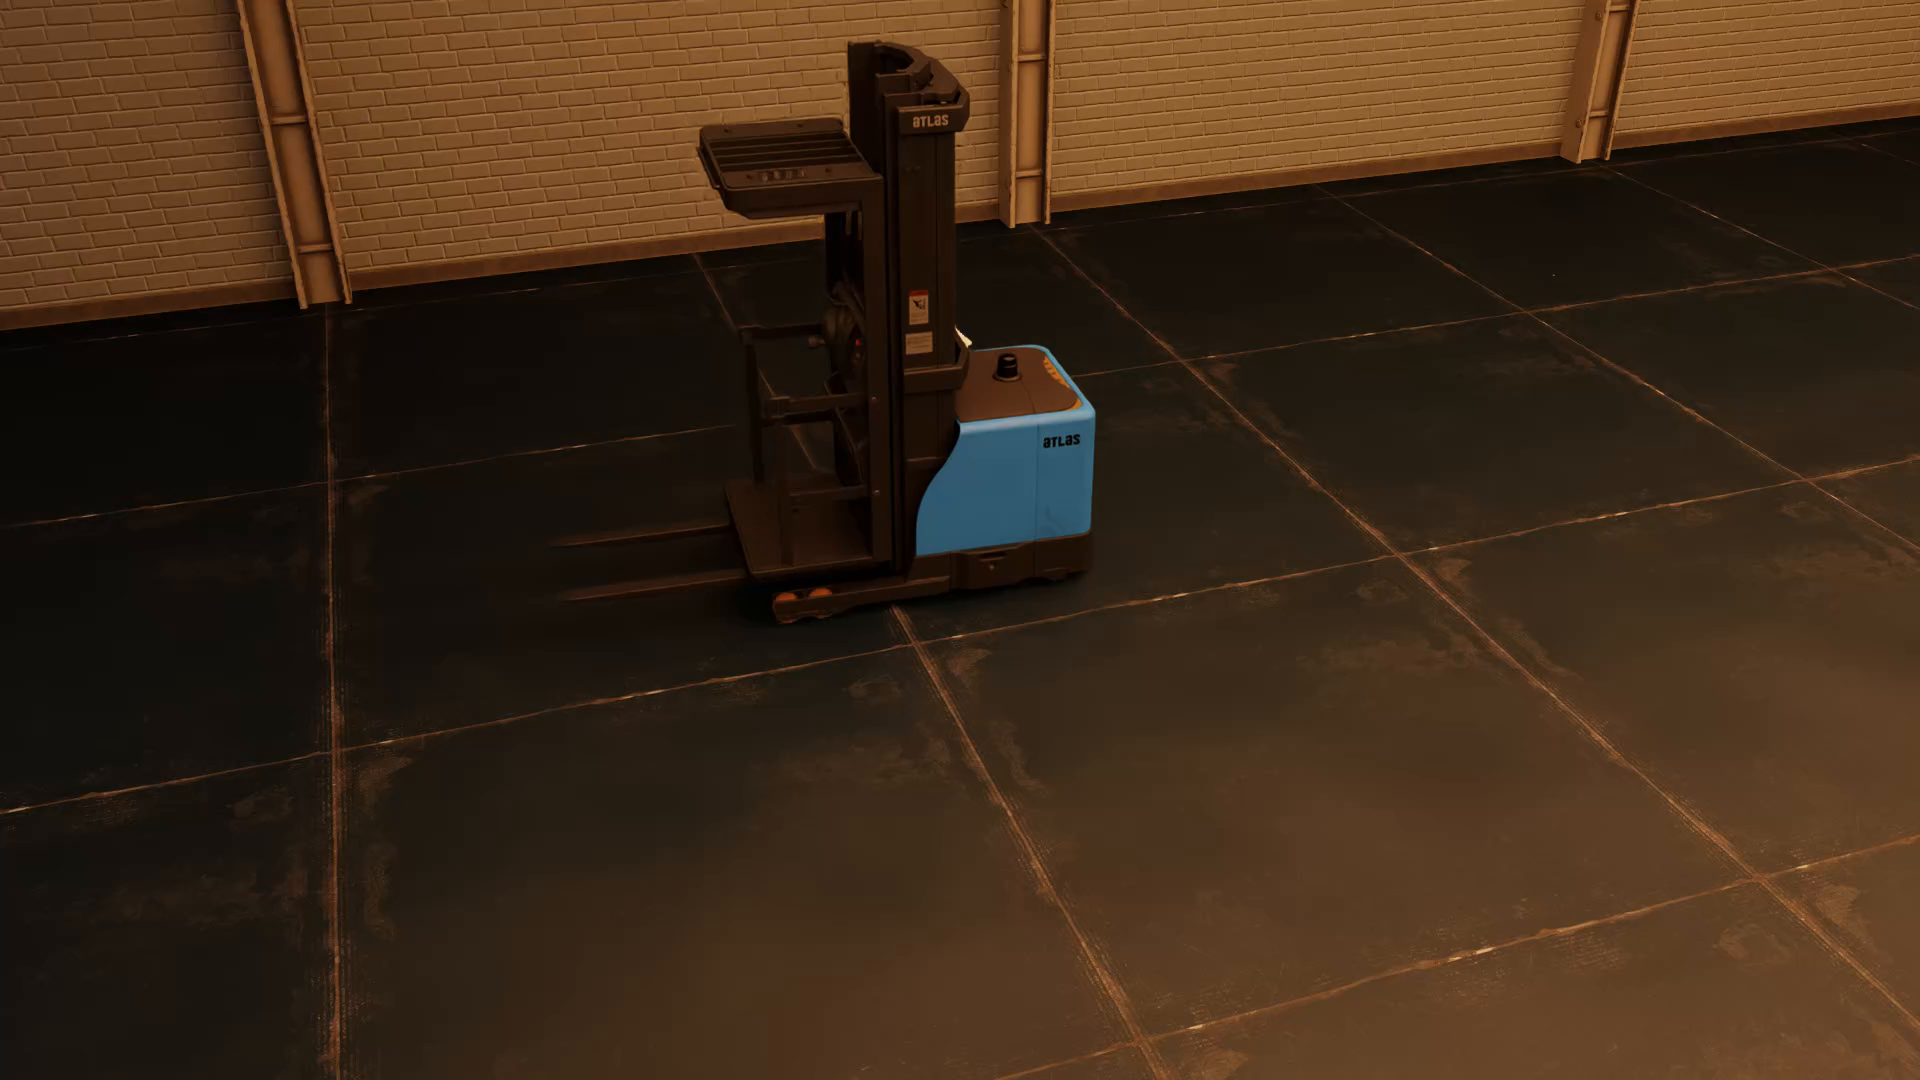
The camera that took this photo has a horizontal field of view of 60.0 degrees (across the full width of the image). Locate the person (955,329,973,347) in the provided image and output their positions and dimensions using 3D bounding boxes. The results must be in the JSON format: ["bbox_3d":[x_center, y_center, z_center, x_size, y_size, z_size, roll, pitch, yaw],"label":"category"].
[{"bbox_3d":[-0.252,-1.423,10.877,0.654,1.654,0.991,-5,30,-9],"label":"person"}]

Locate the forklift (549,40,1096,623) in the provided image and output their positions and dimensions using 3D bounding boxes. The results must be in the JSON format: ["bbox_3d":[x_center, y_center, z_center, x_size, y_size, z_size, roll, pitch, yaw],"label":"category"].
[{"bbox_3d":[-0.812,-1.100,8.999,3.031,2.935,1.130,-8,31,-13],"label":"forklift"}]
